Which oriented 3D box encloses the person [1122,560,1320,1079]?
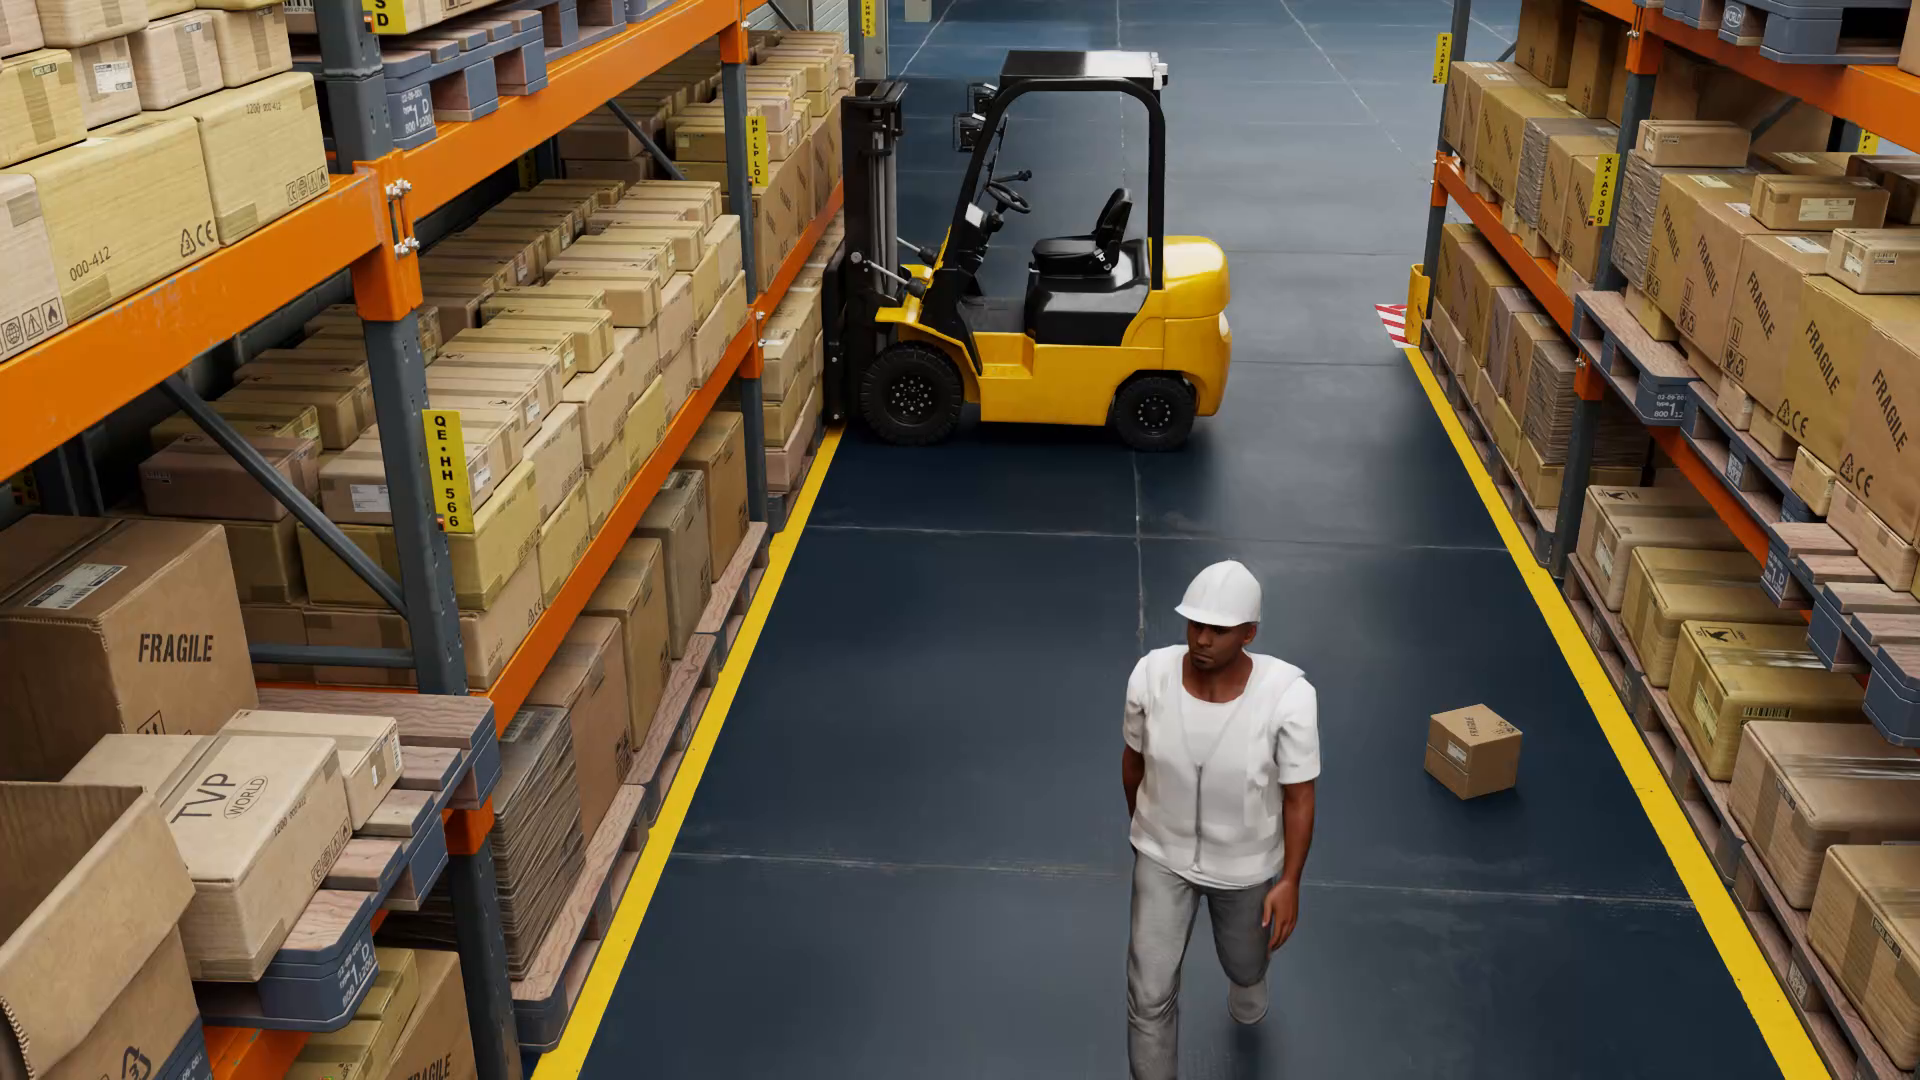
[{"bbox_3d":[0.703,0.858,4.673,0.563,1.729,0.992,8,26,17],"label":"person"}]
